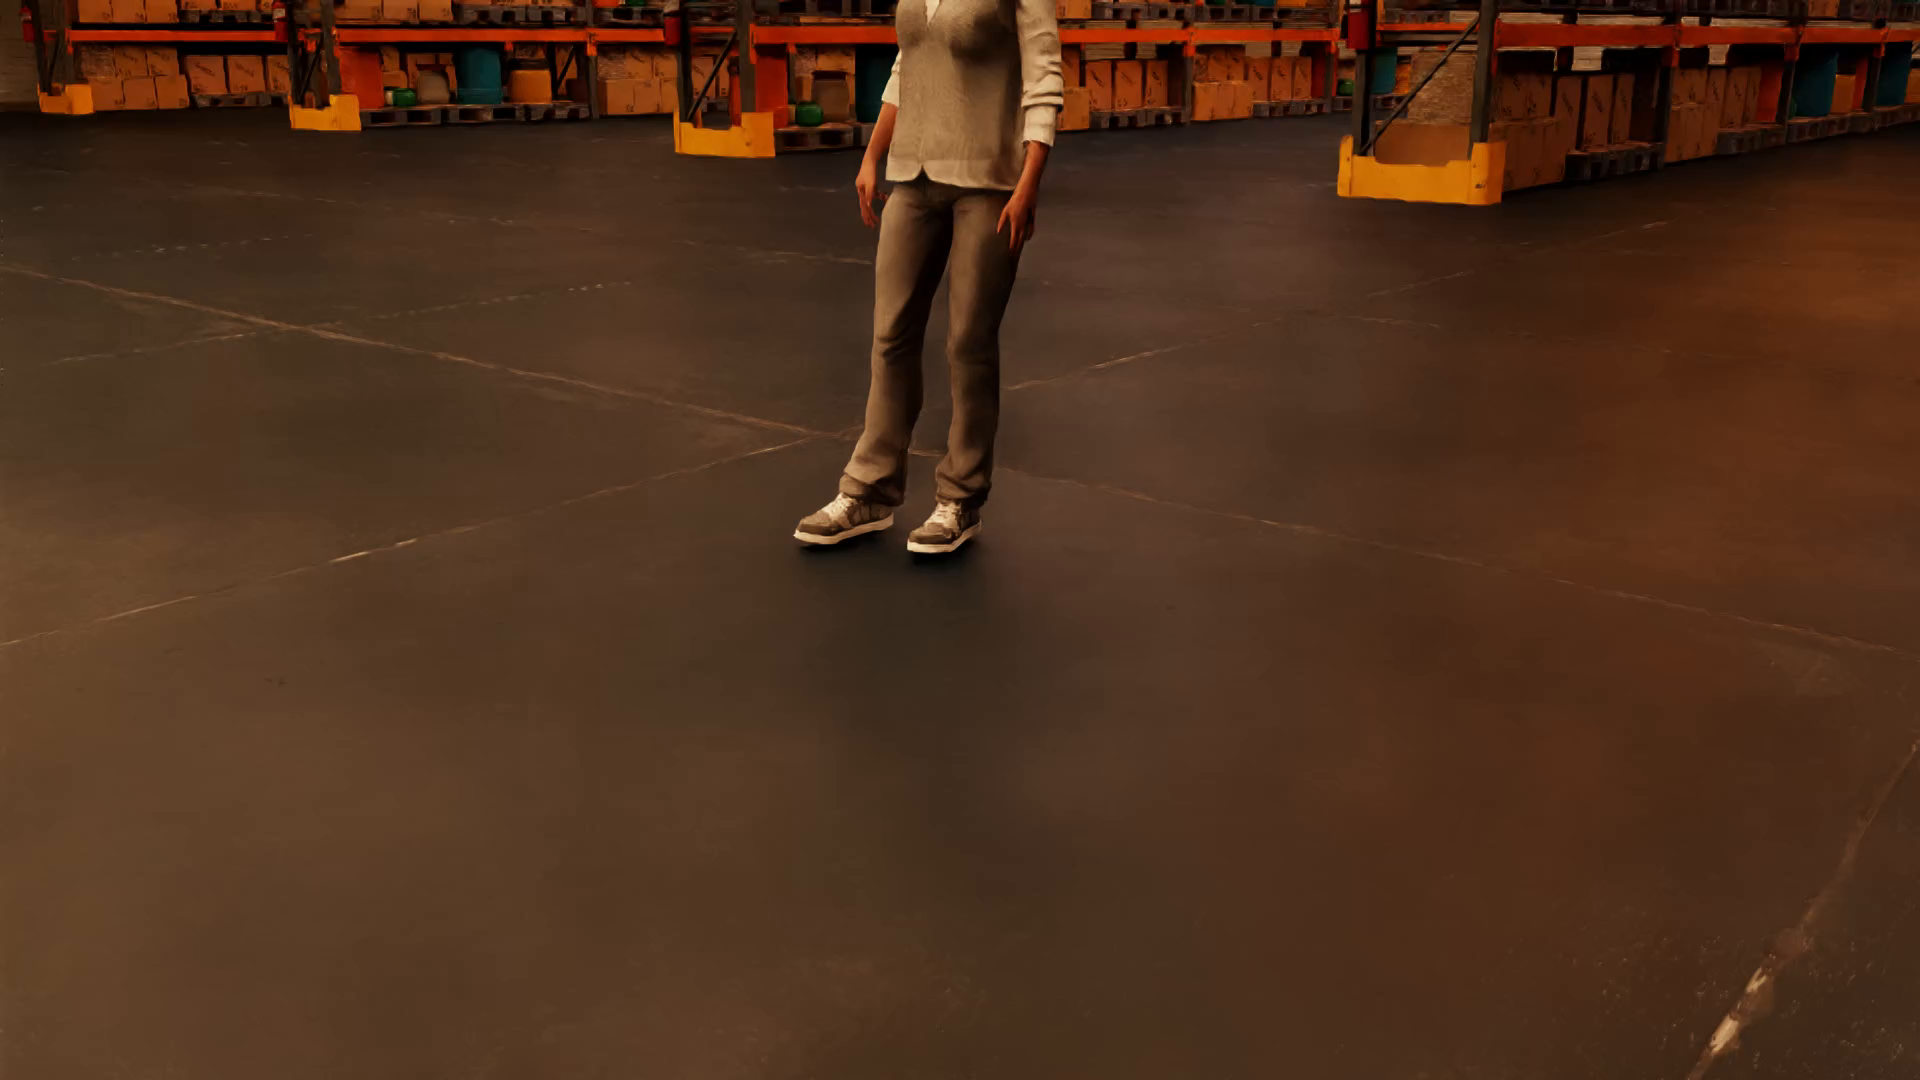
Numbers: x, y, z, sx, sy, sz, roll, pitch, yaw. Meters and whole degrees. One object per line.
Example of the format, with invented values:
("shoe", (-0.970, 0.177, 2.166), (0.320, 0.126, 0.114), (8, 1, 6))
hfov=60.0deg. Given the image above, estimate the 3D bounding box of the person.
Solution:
("person", (-0.058, -0.757, 3.662), (0.521, 1.597, 0.474), (13, 21, 37))
